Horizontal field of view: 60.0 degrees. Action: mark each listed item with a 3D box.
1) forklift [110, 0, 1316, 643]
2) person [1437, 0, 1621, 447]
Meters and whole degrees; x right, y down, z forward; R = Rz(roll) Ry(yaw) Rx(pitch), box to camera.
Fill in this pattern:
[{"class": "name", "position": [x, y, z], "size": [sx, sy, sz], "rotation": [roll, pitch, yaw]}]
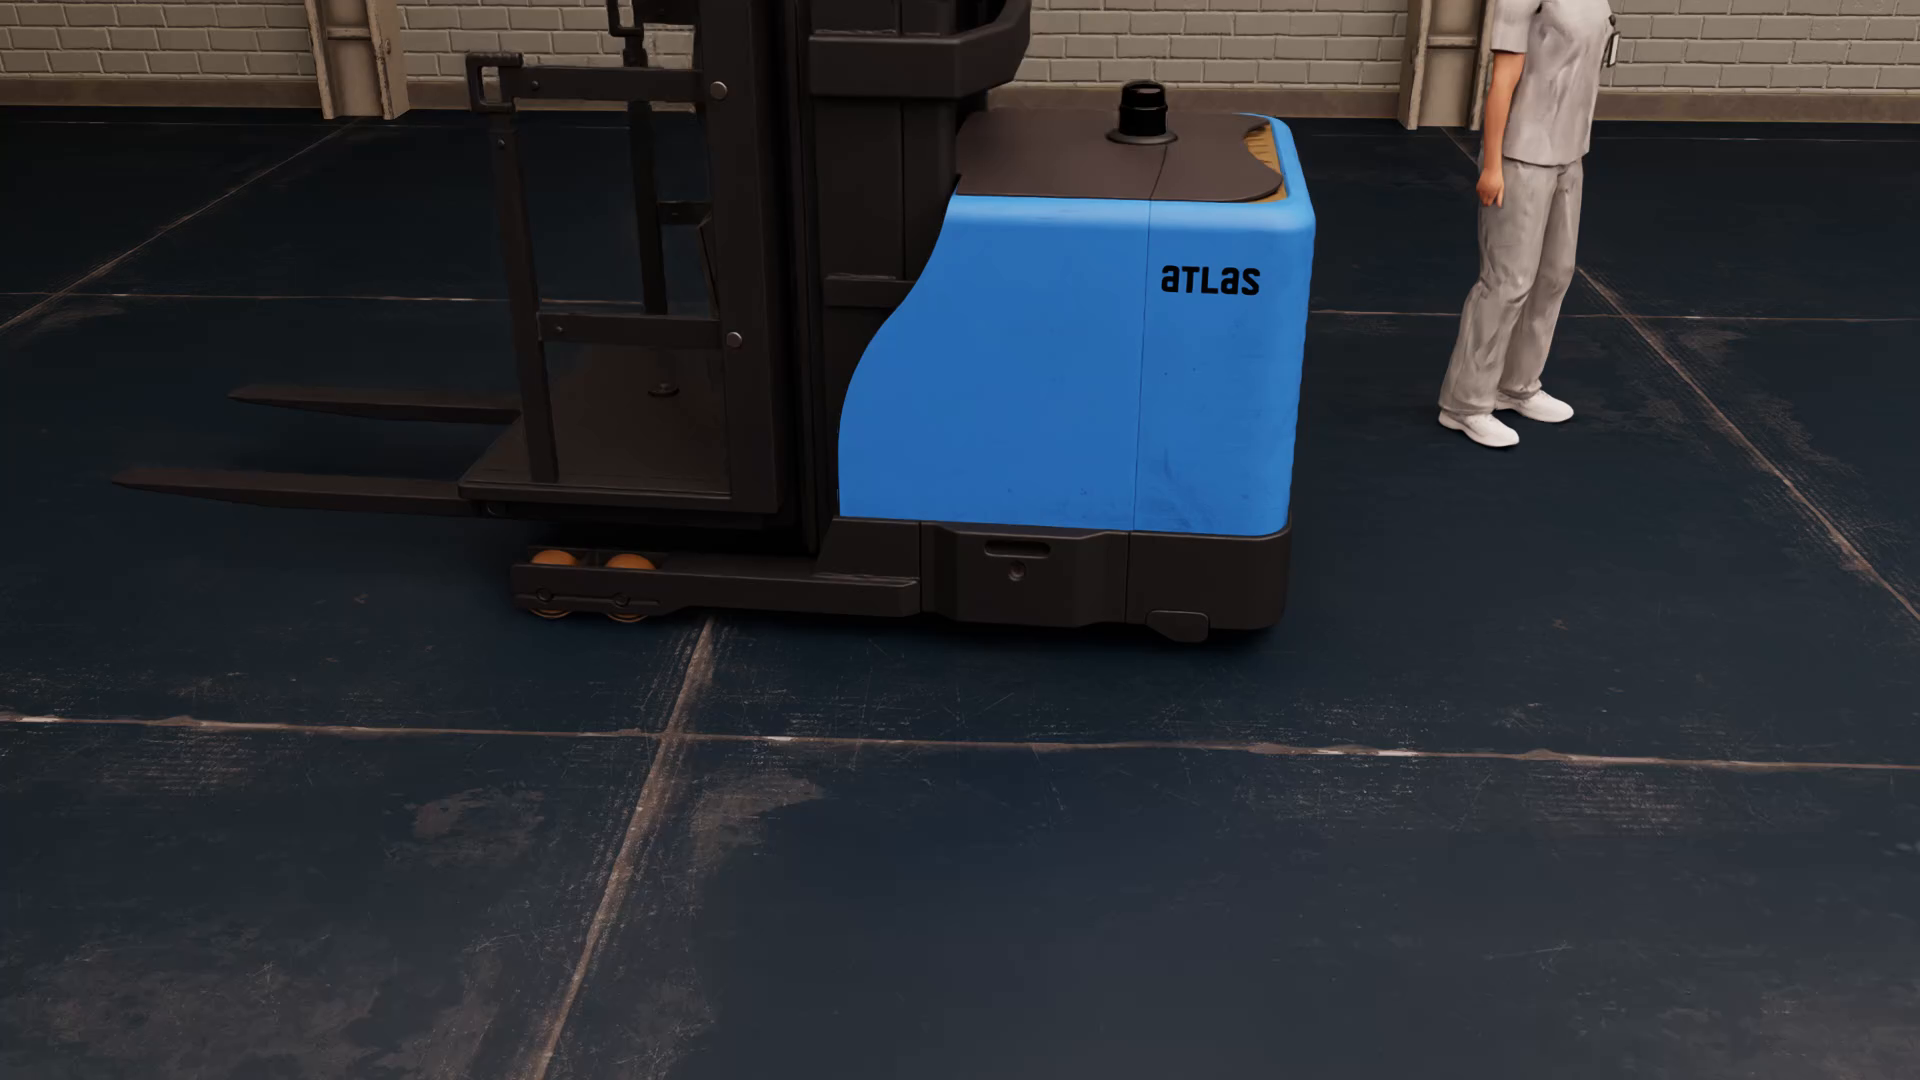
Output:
[{"class": "forklift", "position": [-0.676, -1.339, 3.922], "size": [3.031, 2.935, 1.130], "rotation": [3, 26, 6]}, {"class": "person", "position": [1.704, -1.126, 4.918], "size": [0.366, 1.670, 0.494], "rotation": [24, 35, 39]}]
